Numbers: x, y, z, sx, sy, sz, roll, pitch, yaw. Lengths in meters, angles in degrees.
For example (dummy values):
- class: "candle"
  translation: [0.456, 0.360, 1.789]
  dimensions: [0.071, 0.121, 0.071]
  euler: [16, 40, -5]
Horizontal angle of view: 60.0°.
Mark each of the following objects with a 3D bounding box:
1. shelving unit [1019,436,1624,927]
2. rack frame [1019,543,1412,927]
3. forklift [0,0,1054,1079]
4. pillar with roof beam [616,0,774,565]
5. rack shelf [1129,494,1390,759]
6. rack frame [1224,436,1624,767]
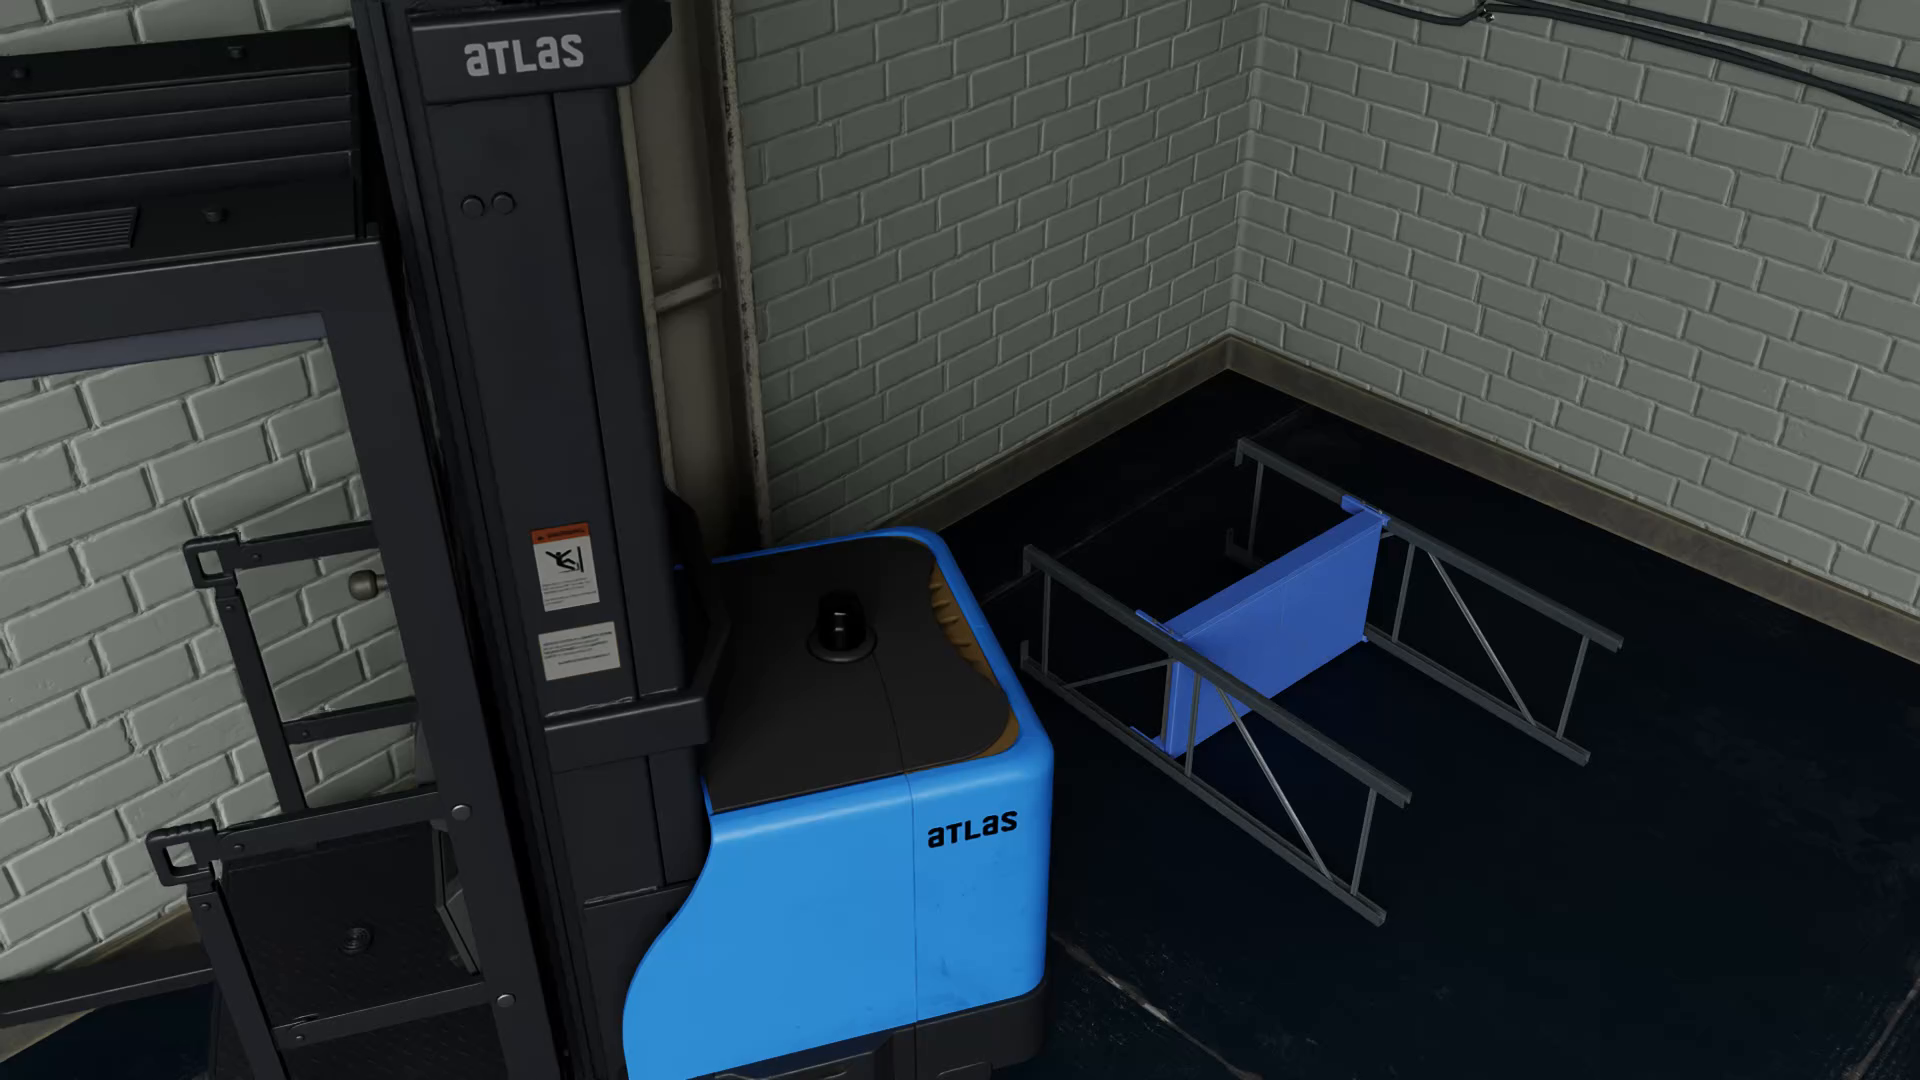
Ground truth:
- class: "shelving unit"
  translation: [1.085, 0.360, 5.263]
  dimensions: [1.048, 0.538, 1.500]
  euler: [-26, 42, -32]
- class: "rack frame"
  translation: [0.697, 0.548, 4.994]
  dimensions: [0.032, 0.500, 1.500]
  euler: [-26, 42, -32]
- class: "forklift"
  translation: [-1.348, 0.136, 3.492]
  dimensions: [3.031, 2.935, 1.130]
  euler: [-10, 36, -14]
- class: "pillar with roof beam"
  translation: [2.224, -1.460, 0.477]
  dimensions: [9.100, 9.000, 0.400]
  euler: [30, 45, 35]
- class: "rack shelf"
  translation: [0.969, 0.281, 5.376]
  dimensions: [1.000, 0.538, 0.185]
  euler: [-26, 42, -32]
- class: "rack frame"
  translation: [1.473, 0.172, 5.533]
  dimensions: [0.032, 0.500, 1.500]
  euler: [-26, 42, -32]
